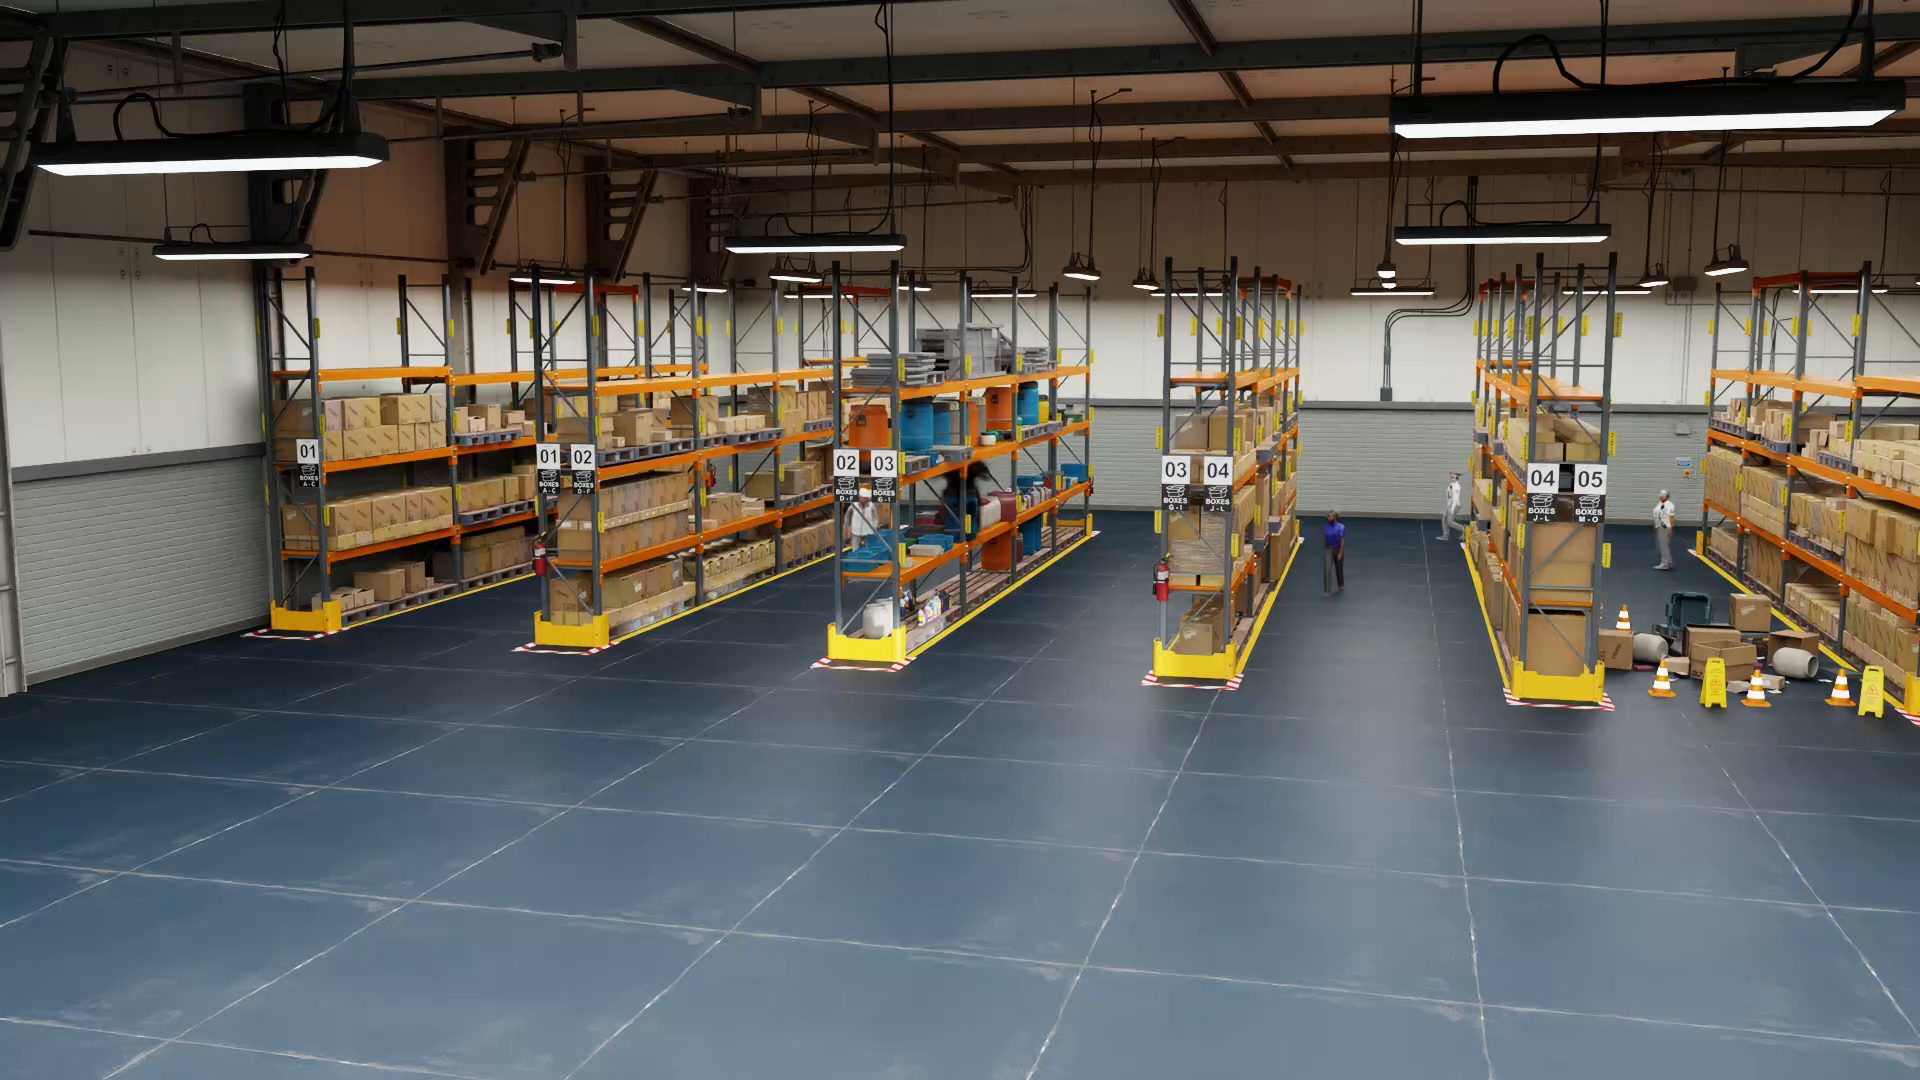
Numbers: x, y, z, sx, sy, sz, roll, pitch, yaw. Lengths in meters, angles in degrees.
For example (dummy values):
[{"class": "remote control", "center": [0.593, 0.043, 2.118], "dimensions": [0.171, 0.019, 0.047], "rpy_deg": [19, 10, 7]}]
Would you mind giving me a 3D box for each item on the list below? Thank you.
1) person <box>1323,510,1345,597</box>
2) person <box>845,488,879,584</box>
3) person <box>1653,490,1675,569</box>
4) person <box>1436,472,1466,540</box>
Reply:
[{"class": "person", "center": [7.035, 0.228, 31.288], "dimensions": [0.407, 1.605, 0.927], "rpy_deg": [2, 8, 17]}, {"class": "person", "center": [-1.866, -0.105, 31.331], "dimensions": [0.695, 1.761, 0.965], "rpy_deg": [2, 7, 14]}, {"class": "person", "center": [14.722, -0.229, 34.789], "dimensions": [0.427, 1.662, 0.513], "rpy_deg": [2, 8, 15]}, {"class": "person", "center": [11.634, -0.799, 39.234], "dimensions": [0.703, 1.642, 0.580], "rpy_deg": [1, 7, 11]}]
